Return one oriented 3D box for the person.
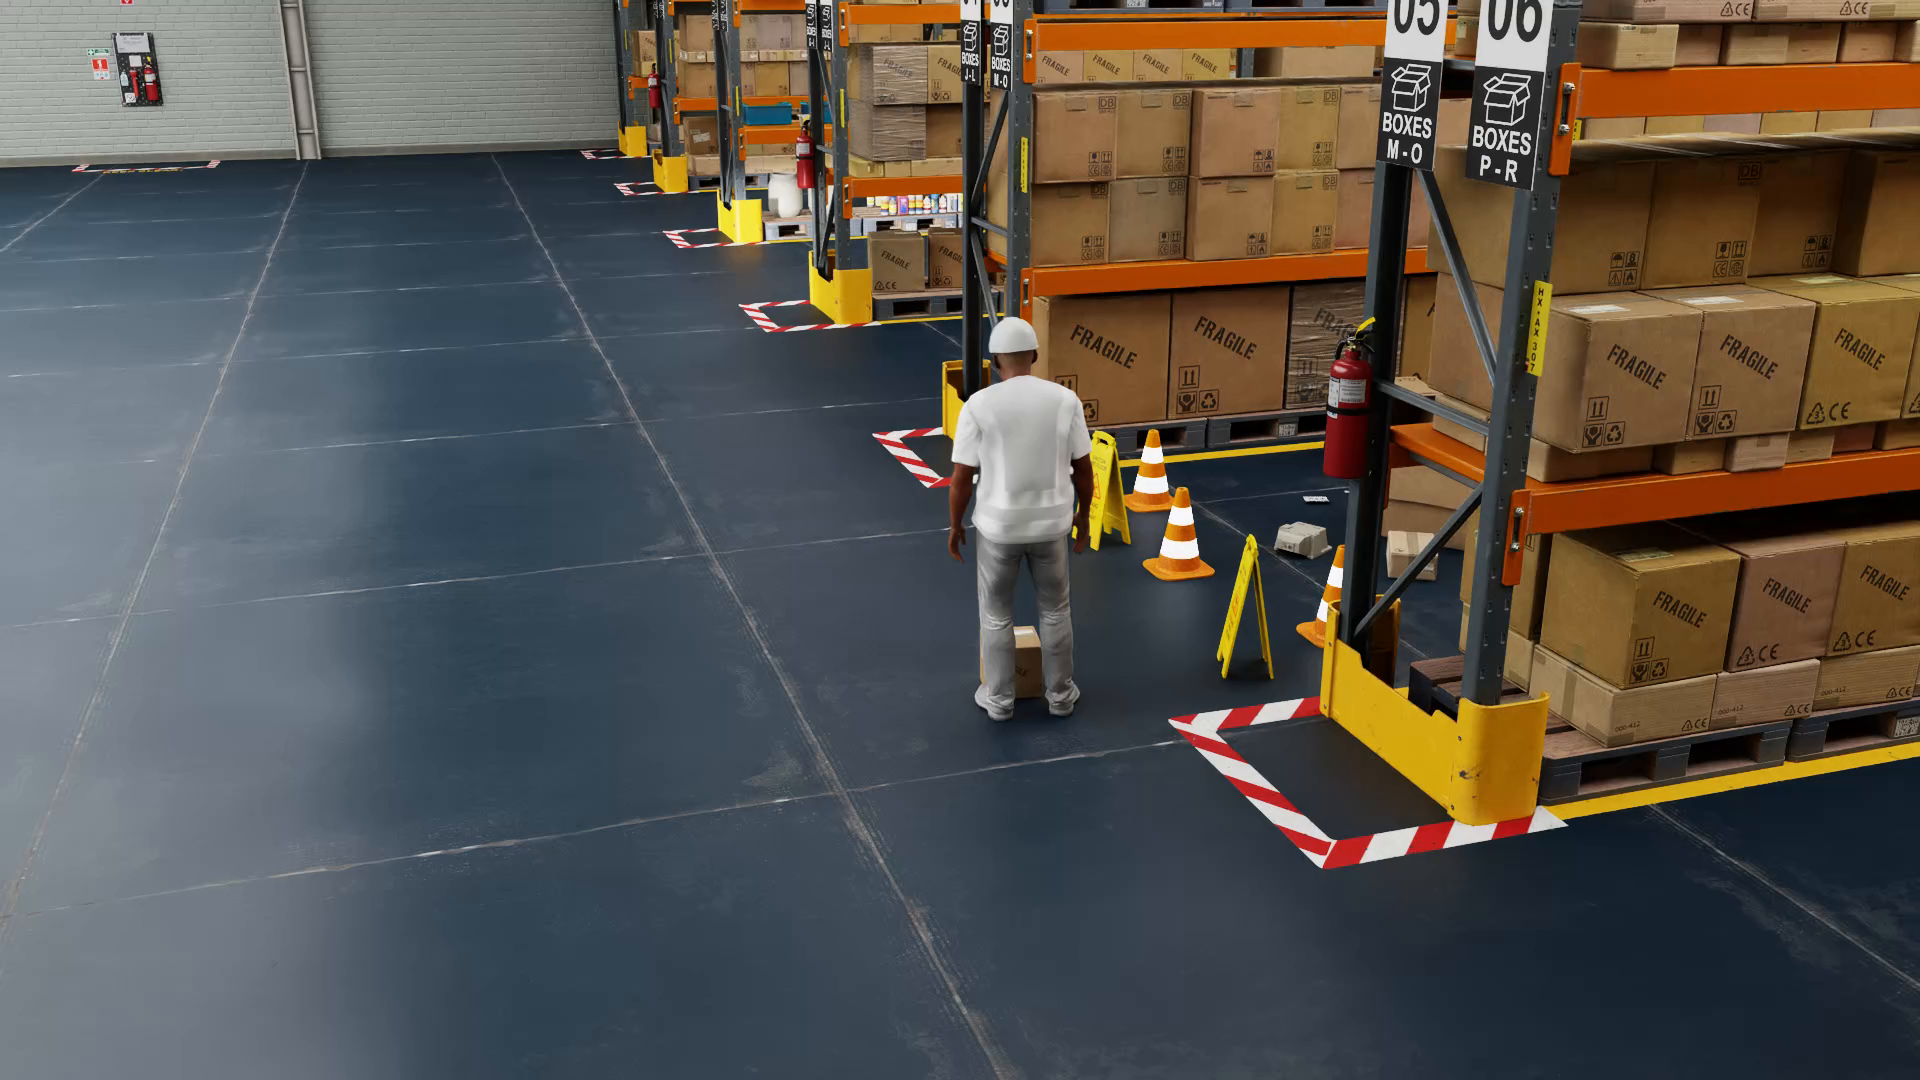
[{"bbox_3d":[0.258,-0.079,7.136,0.635,1.760,0.457,-3,19,-9],"label":"person"}]
